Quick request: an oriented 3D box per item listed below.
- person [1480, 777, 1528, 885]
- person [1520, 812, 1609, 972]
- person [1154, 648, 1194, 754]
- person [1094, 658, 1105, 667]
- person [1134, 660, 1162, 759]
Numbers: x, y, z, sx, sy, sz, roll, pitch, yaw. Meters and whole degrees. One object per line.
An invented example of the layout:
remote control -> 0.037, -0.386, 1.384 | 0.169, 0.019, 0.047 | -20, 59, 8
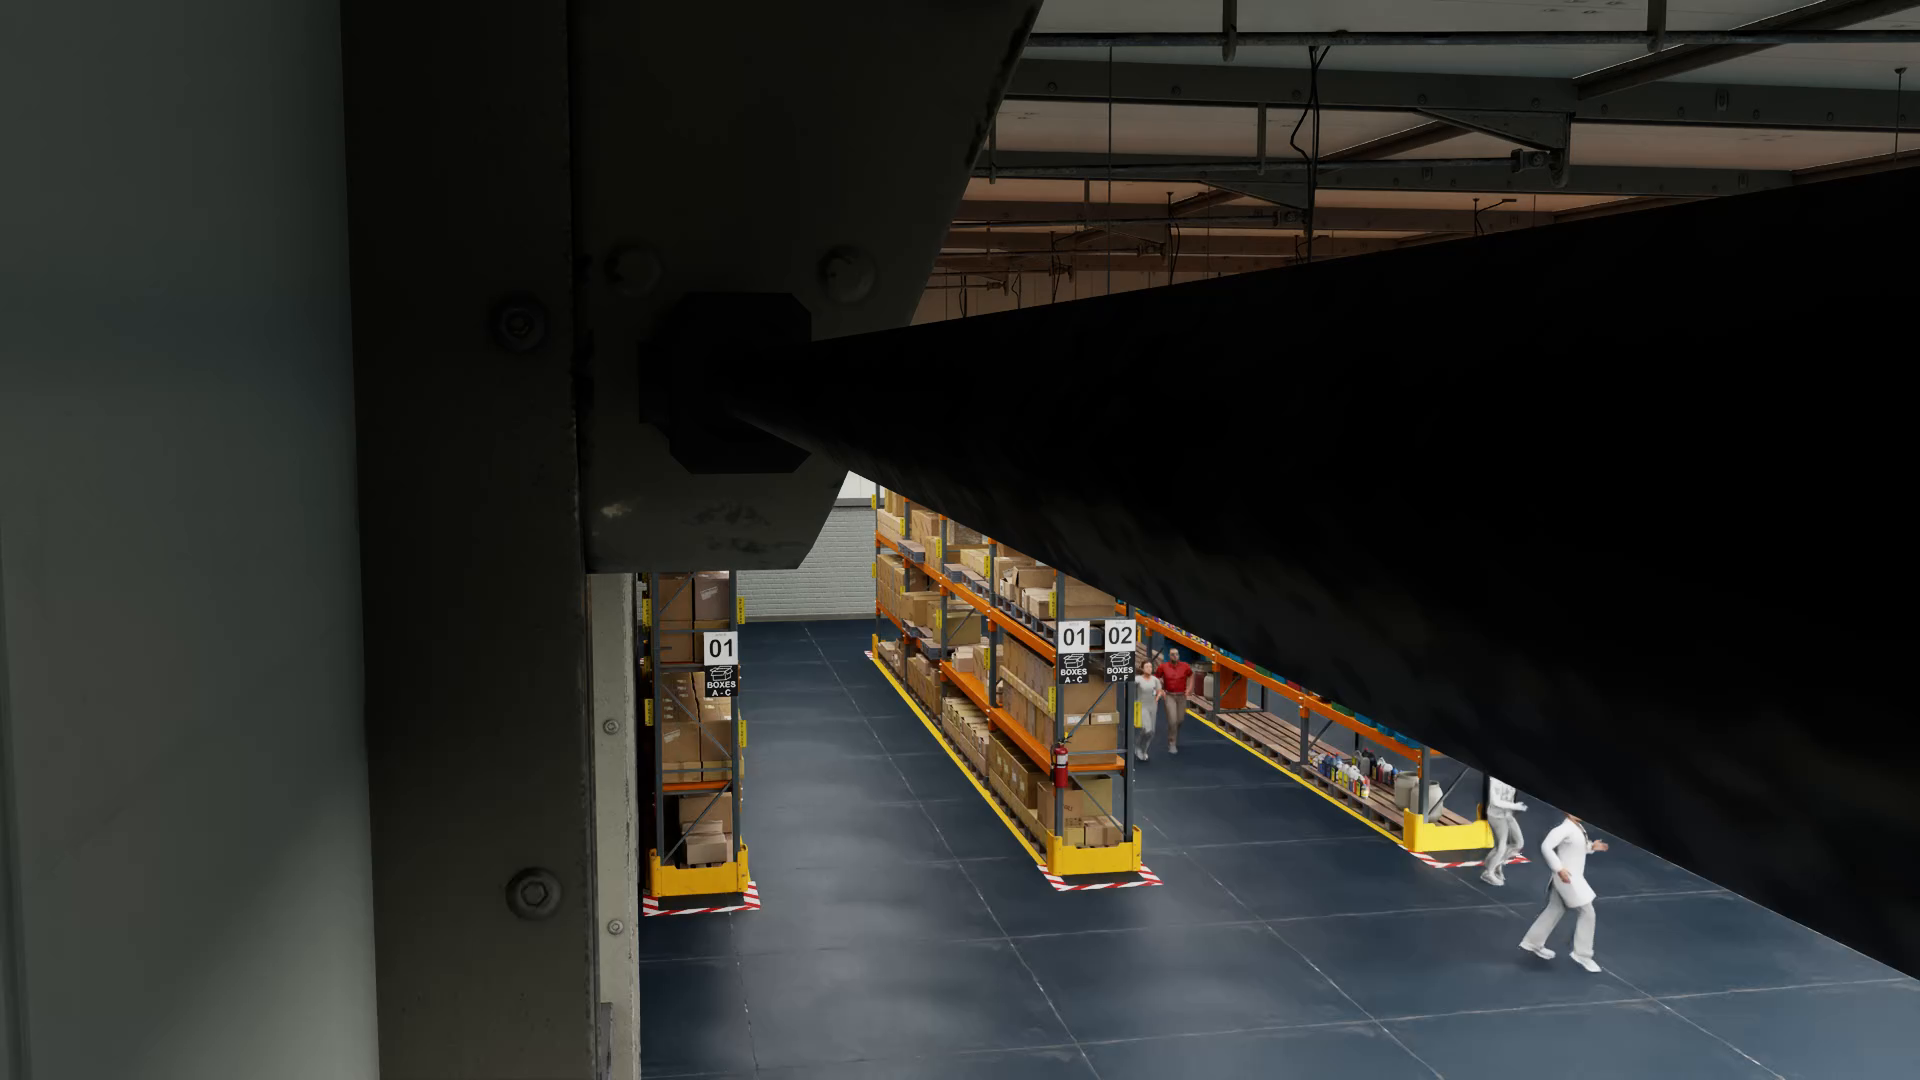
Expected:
person -> 6.709, 3.413, 20.413 | 0.551, 1.691, 0.664 | 4, 7, 31
person -> 6.423, 3.647, 17.670 | 0.864, 1.854, 0.667 | 2, 6, 16
person -> 3.566, 2.650, 27.759 | 0.671, 1.757, 0.754 | -1, 6, -6
person -> 2.685, 2.347, 30.648 | 0.590, 1.654, 0.846 | -2, 6, -17
person -> 3.008, 2.749, 26.830 | 0.546, 1.635, 0.628 | -2, 6, -20
